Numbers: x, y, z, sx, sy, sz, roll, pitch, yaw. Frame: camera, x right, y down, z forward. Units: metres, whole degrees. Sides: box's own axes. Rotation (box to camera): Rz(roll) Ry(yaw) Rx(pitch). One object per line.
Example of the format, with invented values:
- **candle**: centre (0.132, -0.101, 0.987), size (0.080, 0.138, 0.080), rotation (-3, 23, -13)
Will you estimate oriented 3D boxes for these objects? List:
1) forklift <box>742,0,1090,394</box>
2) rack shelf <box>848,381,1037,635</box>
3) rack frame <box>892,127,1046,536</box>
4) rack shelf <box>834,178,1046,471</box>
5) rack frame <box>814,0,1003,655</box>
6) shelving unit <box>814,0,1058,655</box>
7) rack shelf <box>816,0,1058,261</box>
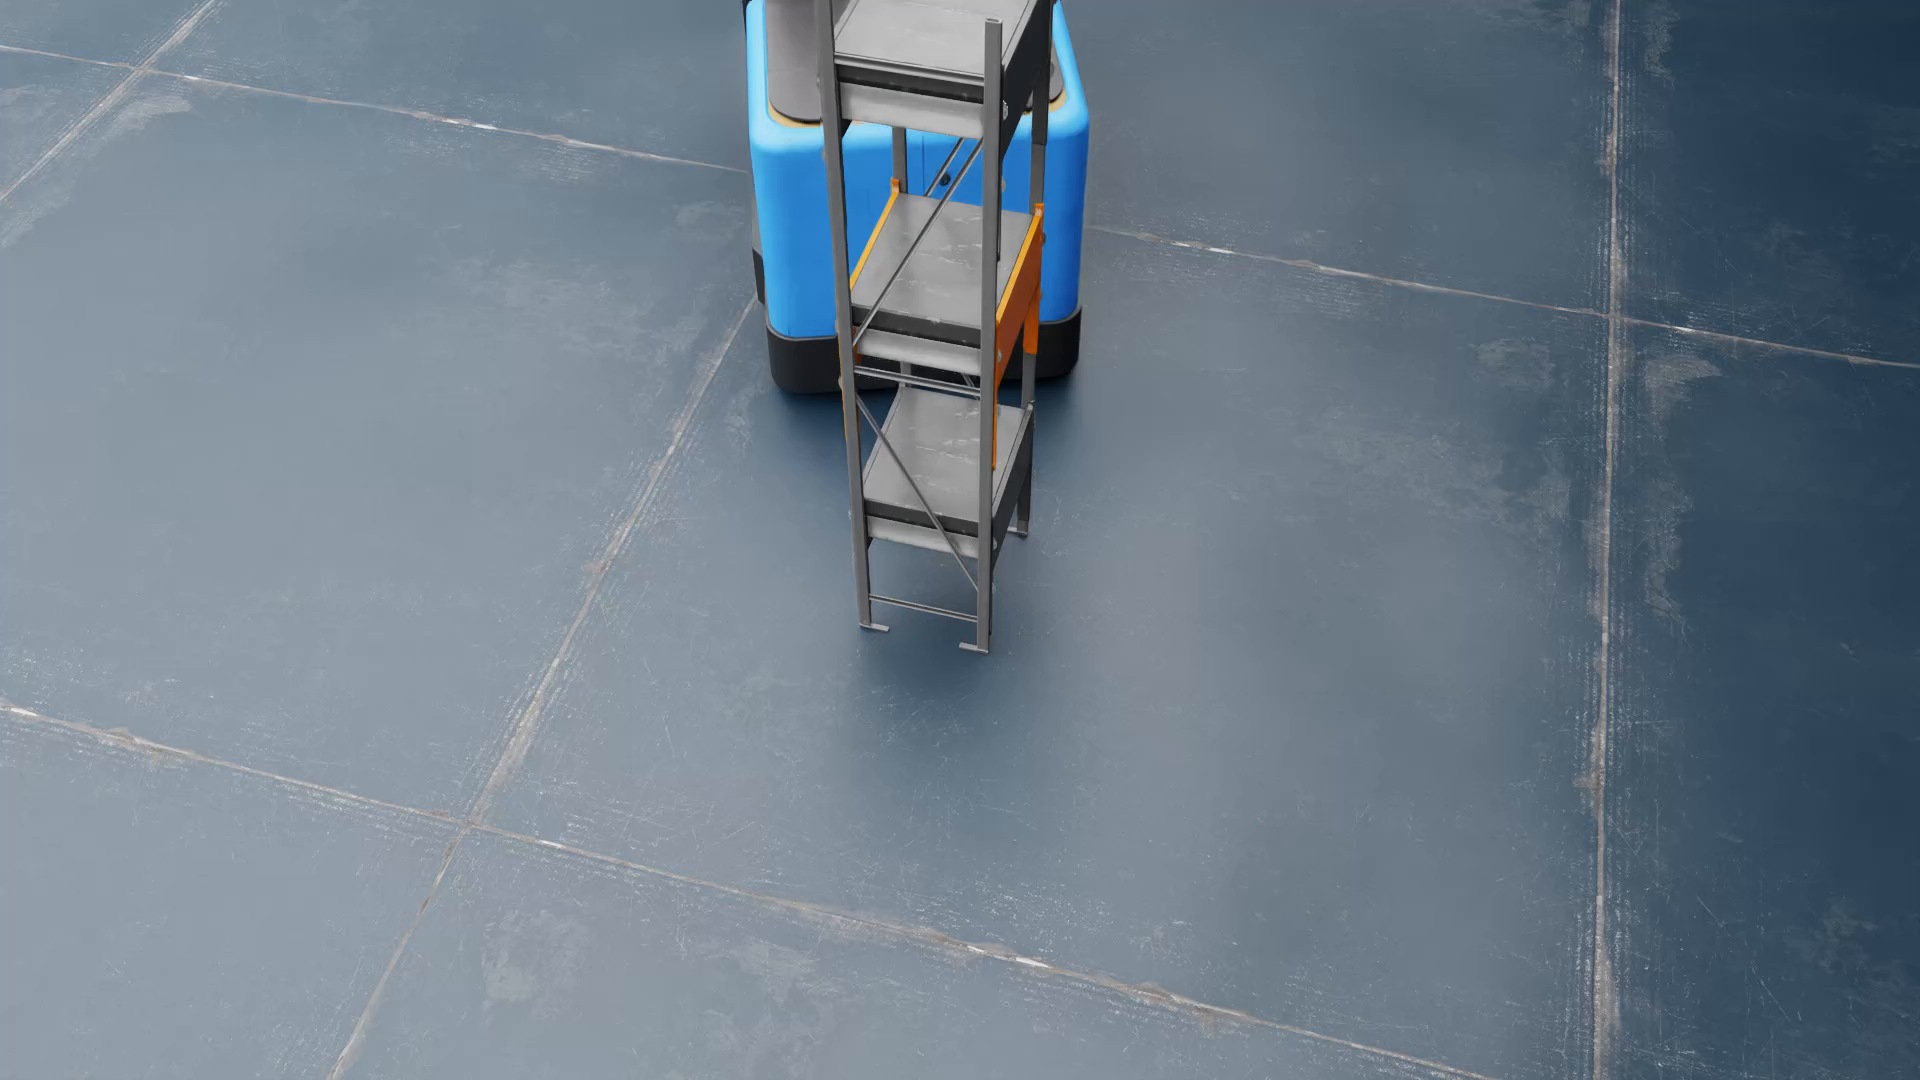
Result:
- **forklift**: centre (-0.254, -2.575, 5.568), size (1.130, 2.935, 3.031), rotation (-4, 49, -4)
- **rack shelf**: centre (-0.044, -0.103, 4.892), size (0.431, 0.518, 0.480), rotation (12, 50, 10)
- **rack frame**: centre (0.021, -0.752, 4.513), size (0.400, 2.100, 0.015), rotation (12, 50, 10)
- **rack shelf**: centre (-0.044, -0.566, 4.367), size (0.431, 0.518, 0.480), rotation (12, 50, 10)
- **rack frame**: centre (-0.108, -0.399, 4.201), size (0.400, 2.100, 0.015), rotation (12, 50, 10)
- **shelving unit**: centre (-0.044, -0.575, 4.357), size (0.431, 2.100, 0.503), rotation (12, 50, 10)
- **rack shelf**: centre (-0.044, -1.029, 3.842), size (0.431, 0.518, 0.480), rotation (12, 50, 10)
